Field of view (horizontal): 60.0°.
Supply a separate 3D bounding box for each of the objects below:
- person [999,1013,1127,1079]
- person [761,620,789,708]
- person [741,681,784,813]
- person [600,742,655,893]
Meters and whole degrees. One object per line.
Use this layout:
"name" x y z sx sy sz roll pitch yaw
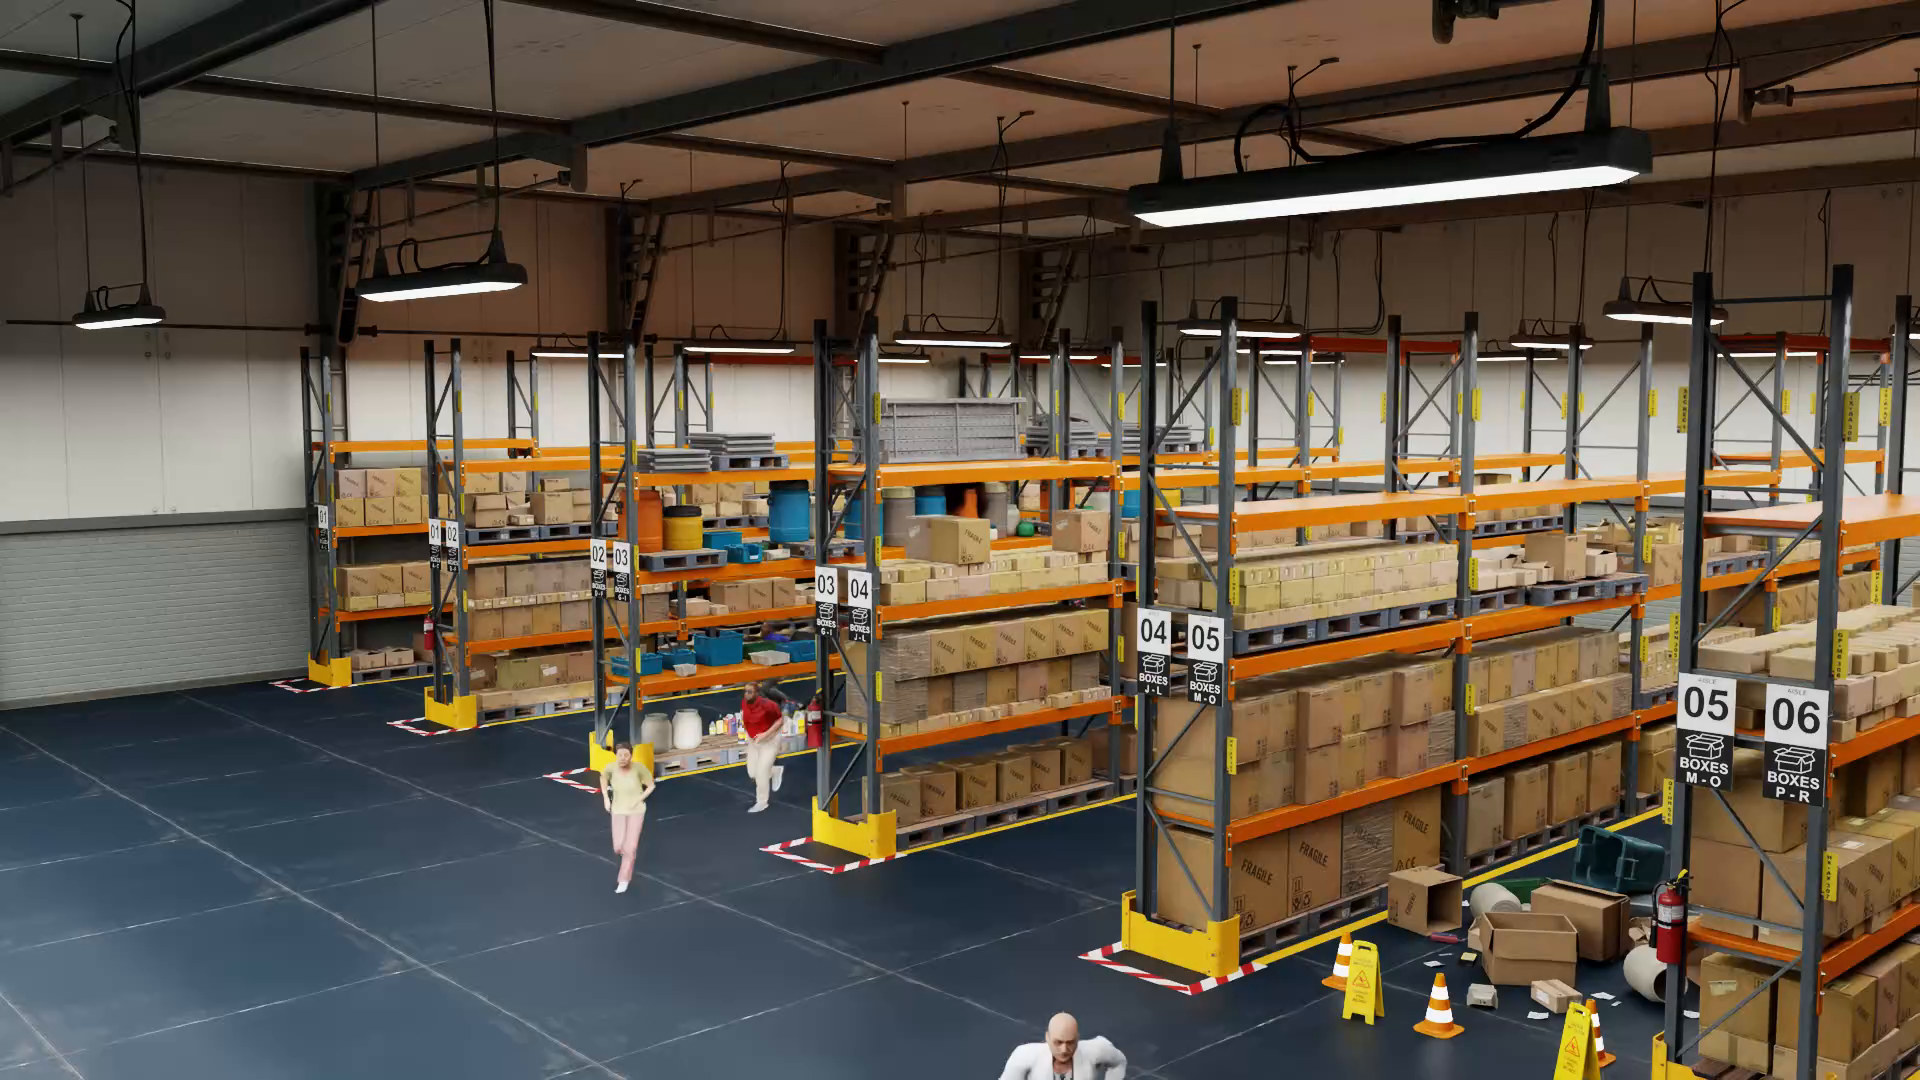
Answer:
"person" 0.587 3.480 9.719 0.744 1.737 1.088 0 5 -3
"person" -2.964 2.068 26.203 0.665 1.591 0.616 -4 7 -40
"person" -2.421 2.546 20.689 0.659 1.669 0.790 3 6 27
"person" -3.471 2.860 17.399 0.573 1.602 0.700 -1 5 -6
